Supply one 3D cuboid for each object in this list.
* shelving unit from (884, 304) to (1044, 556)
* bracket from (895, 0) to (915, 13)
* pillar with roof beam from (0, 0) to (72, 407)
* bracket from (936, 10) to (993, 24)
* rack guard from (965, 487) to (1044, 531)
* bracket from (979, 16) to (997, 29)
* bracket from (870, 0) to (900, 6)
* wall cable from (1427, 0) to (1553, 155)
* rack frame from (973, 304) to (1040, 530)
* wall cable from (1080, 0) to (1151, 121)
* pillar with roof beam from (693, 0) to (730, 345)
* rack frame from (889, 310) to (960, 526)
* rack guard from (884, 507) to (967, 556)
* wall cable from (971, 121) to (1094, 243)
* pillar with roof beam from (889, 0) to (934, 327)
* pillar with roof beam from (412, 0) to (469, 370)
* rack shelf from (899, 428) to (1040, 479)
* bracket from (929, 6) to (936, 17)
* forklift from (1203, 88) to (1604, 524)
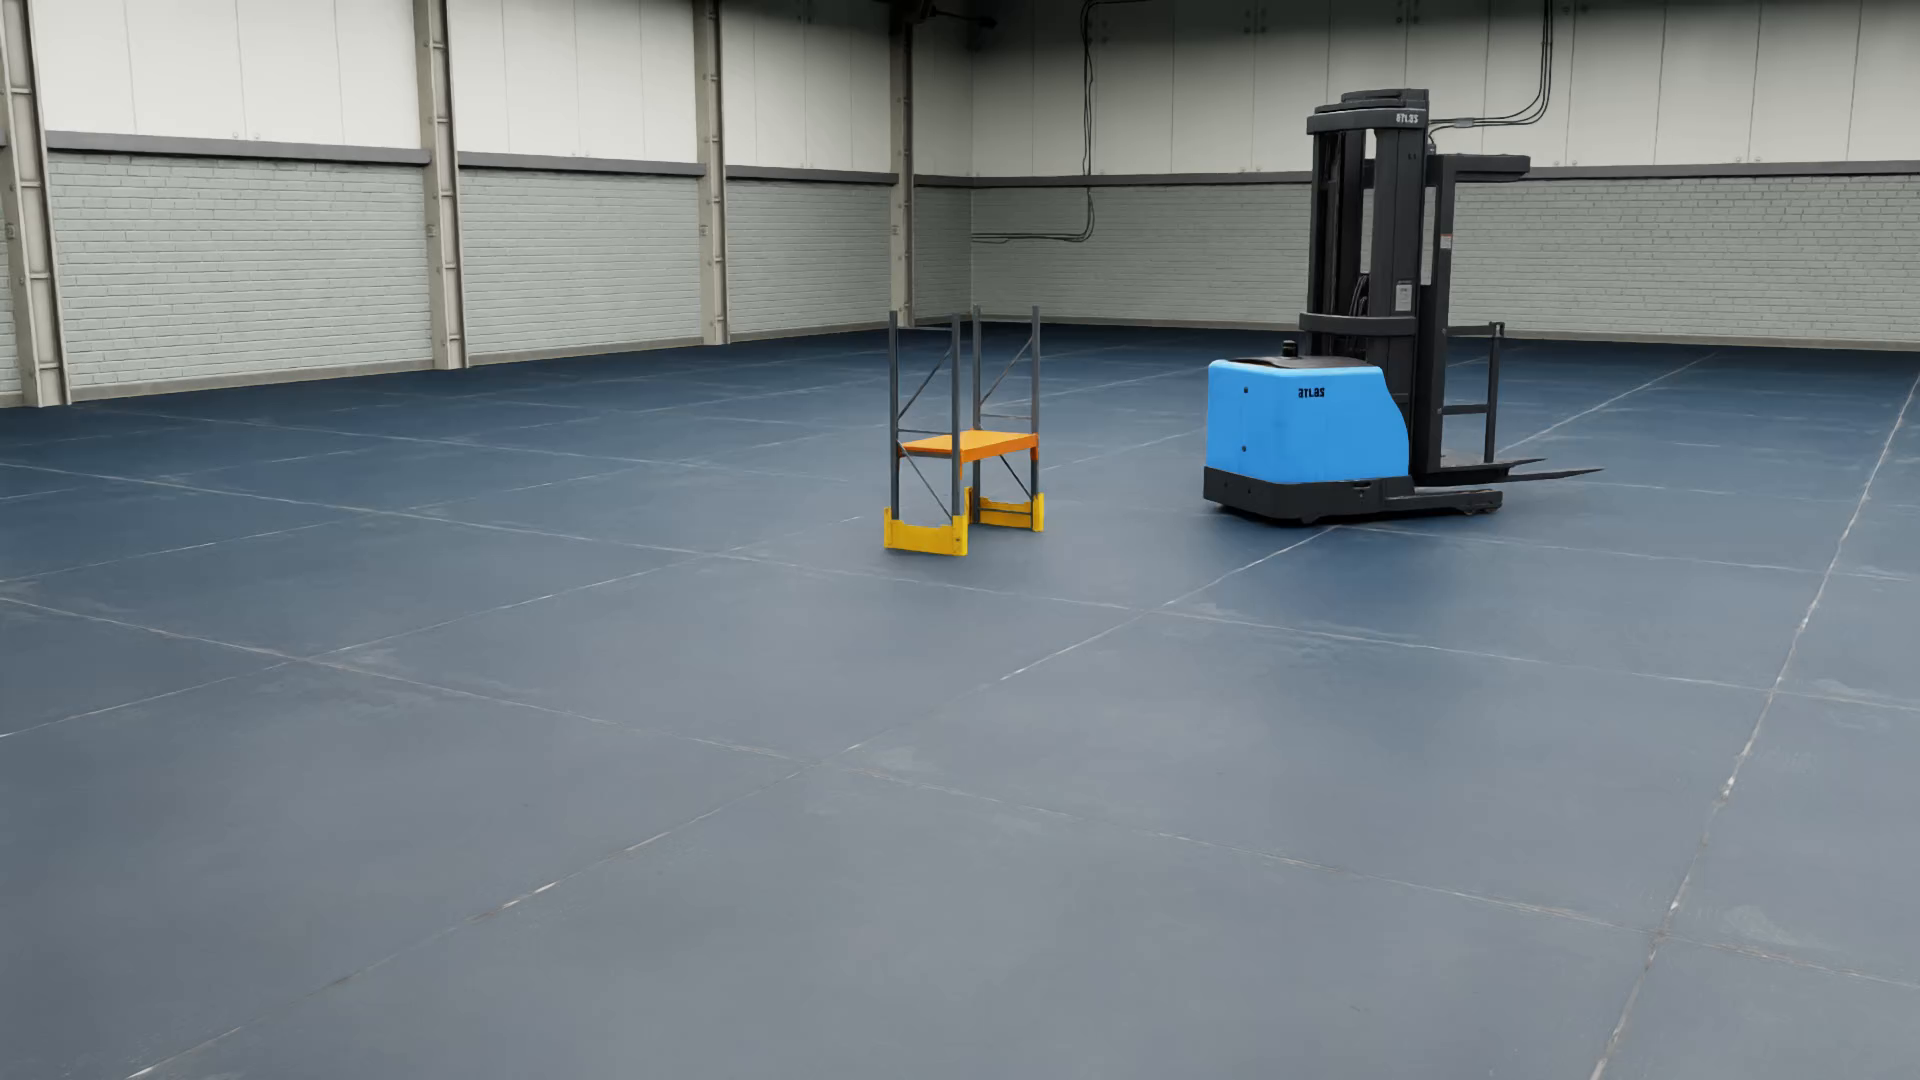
[{"bbox_3d":[0.040,-0.749,10.795,0.587,1.500,1.083,6,12,31],"label":"shelving unit"},{"bbox_3d":[-1.087,-10.479,32.609,0.235,0.232,0.430,6,12,31],"label":"bracket"},{"bbox_3d":[-6.841,-5.567,16.152,9.100,9.000,0.400,6,12,31],"label":"pillar with roof beam"},{"bbox_3d":[0.268,-10.890,34.801,0.076,0.066,3.189,6,12,31],"label":"bracket"},{"bbox_3d":[0.298,-0.213,11.328,0.587,0.250,0.087,6,12,31],"label":"rack guard"},{"bbox_3d":[0.574,-10.983,35.297,0.235,0.232,0.430,6,12,31],"label":"bracket"},{"bbox_3d":[-2.425,-10.074,30.444,0.076,0.066,4.783,6,12,31],"label":"bracket"},{"bbox_3d":[9.590,-9.909,30.099,2.305,6.003,0.169,6,12,31],"label":"wall cable"},{"bbox_3d":[0.308,-0.831,11.229,0.500,1.500,0.032,6,12,31],"label":"rack frame"},{"bbox_3d":[3.797,-9.844,33.710,3.097,2.526,0.112,6,12,31],"label":"wall cable"},{"bbox_3d":[-0.611,-7.454,26.232,9.100,9.000,0.400,6,12,31],"label":"pillar with roof beam"},{"bbox_3d":[-0.220,-0.671,10.375,0.500,1.500,0.032,6,12,31],"label":"rack frame"},{"bbox_3d":[-0.219,-0.057,10.491,0.587,0.250,0.087,6,12,31],"label":"rack guard"},{"bbox_3d":[1.485,-7.620,35.555,3.097,2.526,0.112,6,12,31],"label":"wall cable"},{"bbox_3d":[2.504,-8.398,31.273,9.100,9.000,0.548,6,12,31],"label":"pillar with roof beam"},{"bbox_3d":[-3.726,-6.511,21.192,9.100,9.000,0.400,6,12,31],"label":"pillar with roof beam"},{"bbox_3d":[0.044,-0.574,10.835,0.538,0.185,1.000,6,12,31],"label":"rack shelf"},{"bbox_3d":[-0.656,-10.610,33.306,0.235,0.232,0.430,6,12,31],"label":"bracket"},{"bbox_3d":[3.335,-1.705,12.009,3.031,2.935,1.130,-5,12,-23],"label":"forklift"}]
